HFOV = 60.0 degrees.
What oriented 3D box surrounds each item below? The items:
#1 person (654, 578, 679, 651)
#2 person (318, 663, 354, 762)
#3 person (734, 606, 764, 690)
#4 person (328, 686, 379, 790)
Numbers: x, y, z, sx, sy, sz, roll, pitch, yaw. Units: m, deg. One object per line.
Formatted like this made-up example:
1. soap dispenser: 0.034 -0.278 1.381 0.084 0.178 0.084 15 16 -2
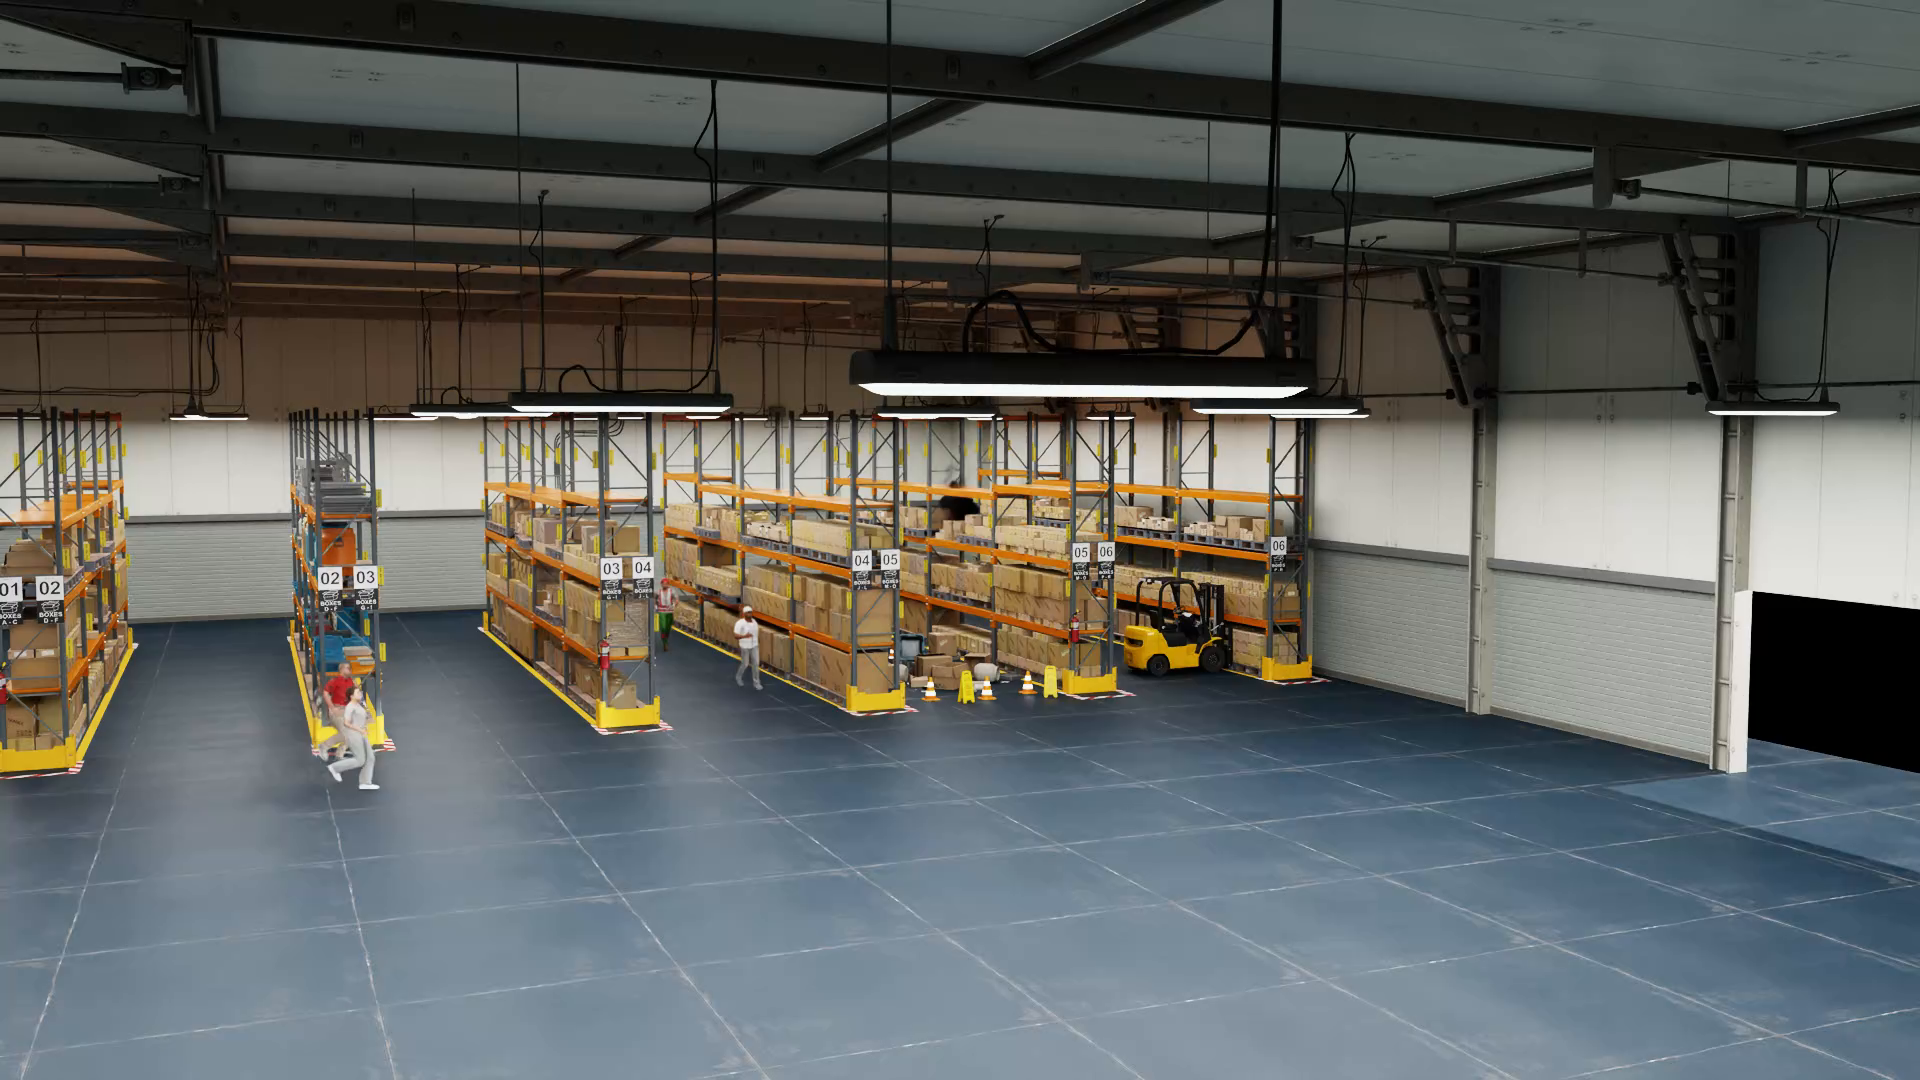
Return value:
1. person: -7.455 1.865 42.221 0.649 1.814 0.865 -1 4 -18
2. person: -10.488 2.921 28.188 0.566 1.669 0.711 1 4 11
3. person: -4.540 2.302 35.758 0.701 1.765 0.917 -3 5 -38
4. person: -9.459 3.087 25.963 0.763 1.637 0.564 0 4 -1
